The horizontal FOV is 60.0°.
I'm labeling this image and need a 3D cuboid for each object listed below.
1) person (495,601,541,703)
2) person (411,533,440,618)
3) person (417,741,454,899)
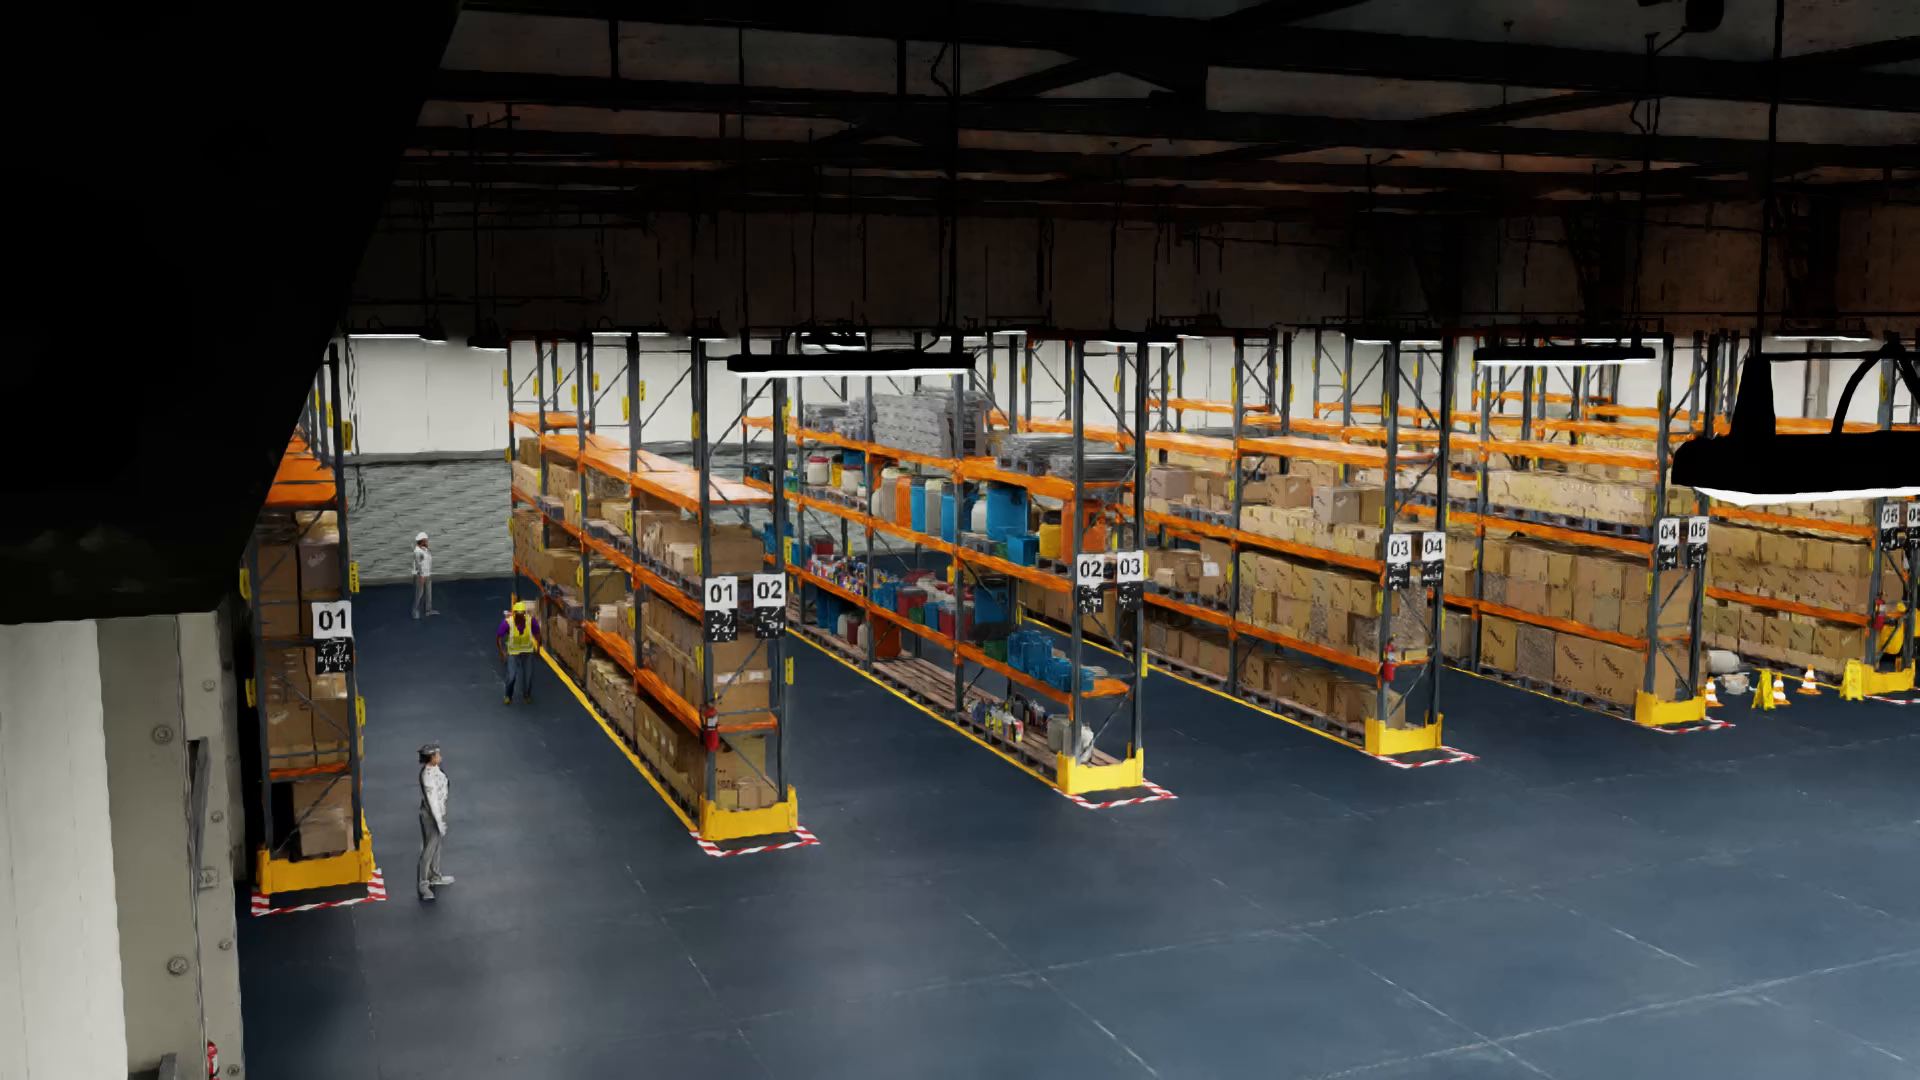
[{"bbox_3d":[-7.151,1.828,26.988,0.719,1.714,0.578,-4,9,-24],"label":"person"},{"bbox_3d":[-11.216,0.732,34.696,0.462,1.777,0.626,0,8,2],"label":"person"},{"bbox_3d":[-5.775,3.024,18.190,0.373,1.677,0.624,-2,8,-13],"label":"person"}]
